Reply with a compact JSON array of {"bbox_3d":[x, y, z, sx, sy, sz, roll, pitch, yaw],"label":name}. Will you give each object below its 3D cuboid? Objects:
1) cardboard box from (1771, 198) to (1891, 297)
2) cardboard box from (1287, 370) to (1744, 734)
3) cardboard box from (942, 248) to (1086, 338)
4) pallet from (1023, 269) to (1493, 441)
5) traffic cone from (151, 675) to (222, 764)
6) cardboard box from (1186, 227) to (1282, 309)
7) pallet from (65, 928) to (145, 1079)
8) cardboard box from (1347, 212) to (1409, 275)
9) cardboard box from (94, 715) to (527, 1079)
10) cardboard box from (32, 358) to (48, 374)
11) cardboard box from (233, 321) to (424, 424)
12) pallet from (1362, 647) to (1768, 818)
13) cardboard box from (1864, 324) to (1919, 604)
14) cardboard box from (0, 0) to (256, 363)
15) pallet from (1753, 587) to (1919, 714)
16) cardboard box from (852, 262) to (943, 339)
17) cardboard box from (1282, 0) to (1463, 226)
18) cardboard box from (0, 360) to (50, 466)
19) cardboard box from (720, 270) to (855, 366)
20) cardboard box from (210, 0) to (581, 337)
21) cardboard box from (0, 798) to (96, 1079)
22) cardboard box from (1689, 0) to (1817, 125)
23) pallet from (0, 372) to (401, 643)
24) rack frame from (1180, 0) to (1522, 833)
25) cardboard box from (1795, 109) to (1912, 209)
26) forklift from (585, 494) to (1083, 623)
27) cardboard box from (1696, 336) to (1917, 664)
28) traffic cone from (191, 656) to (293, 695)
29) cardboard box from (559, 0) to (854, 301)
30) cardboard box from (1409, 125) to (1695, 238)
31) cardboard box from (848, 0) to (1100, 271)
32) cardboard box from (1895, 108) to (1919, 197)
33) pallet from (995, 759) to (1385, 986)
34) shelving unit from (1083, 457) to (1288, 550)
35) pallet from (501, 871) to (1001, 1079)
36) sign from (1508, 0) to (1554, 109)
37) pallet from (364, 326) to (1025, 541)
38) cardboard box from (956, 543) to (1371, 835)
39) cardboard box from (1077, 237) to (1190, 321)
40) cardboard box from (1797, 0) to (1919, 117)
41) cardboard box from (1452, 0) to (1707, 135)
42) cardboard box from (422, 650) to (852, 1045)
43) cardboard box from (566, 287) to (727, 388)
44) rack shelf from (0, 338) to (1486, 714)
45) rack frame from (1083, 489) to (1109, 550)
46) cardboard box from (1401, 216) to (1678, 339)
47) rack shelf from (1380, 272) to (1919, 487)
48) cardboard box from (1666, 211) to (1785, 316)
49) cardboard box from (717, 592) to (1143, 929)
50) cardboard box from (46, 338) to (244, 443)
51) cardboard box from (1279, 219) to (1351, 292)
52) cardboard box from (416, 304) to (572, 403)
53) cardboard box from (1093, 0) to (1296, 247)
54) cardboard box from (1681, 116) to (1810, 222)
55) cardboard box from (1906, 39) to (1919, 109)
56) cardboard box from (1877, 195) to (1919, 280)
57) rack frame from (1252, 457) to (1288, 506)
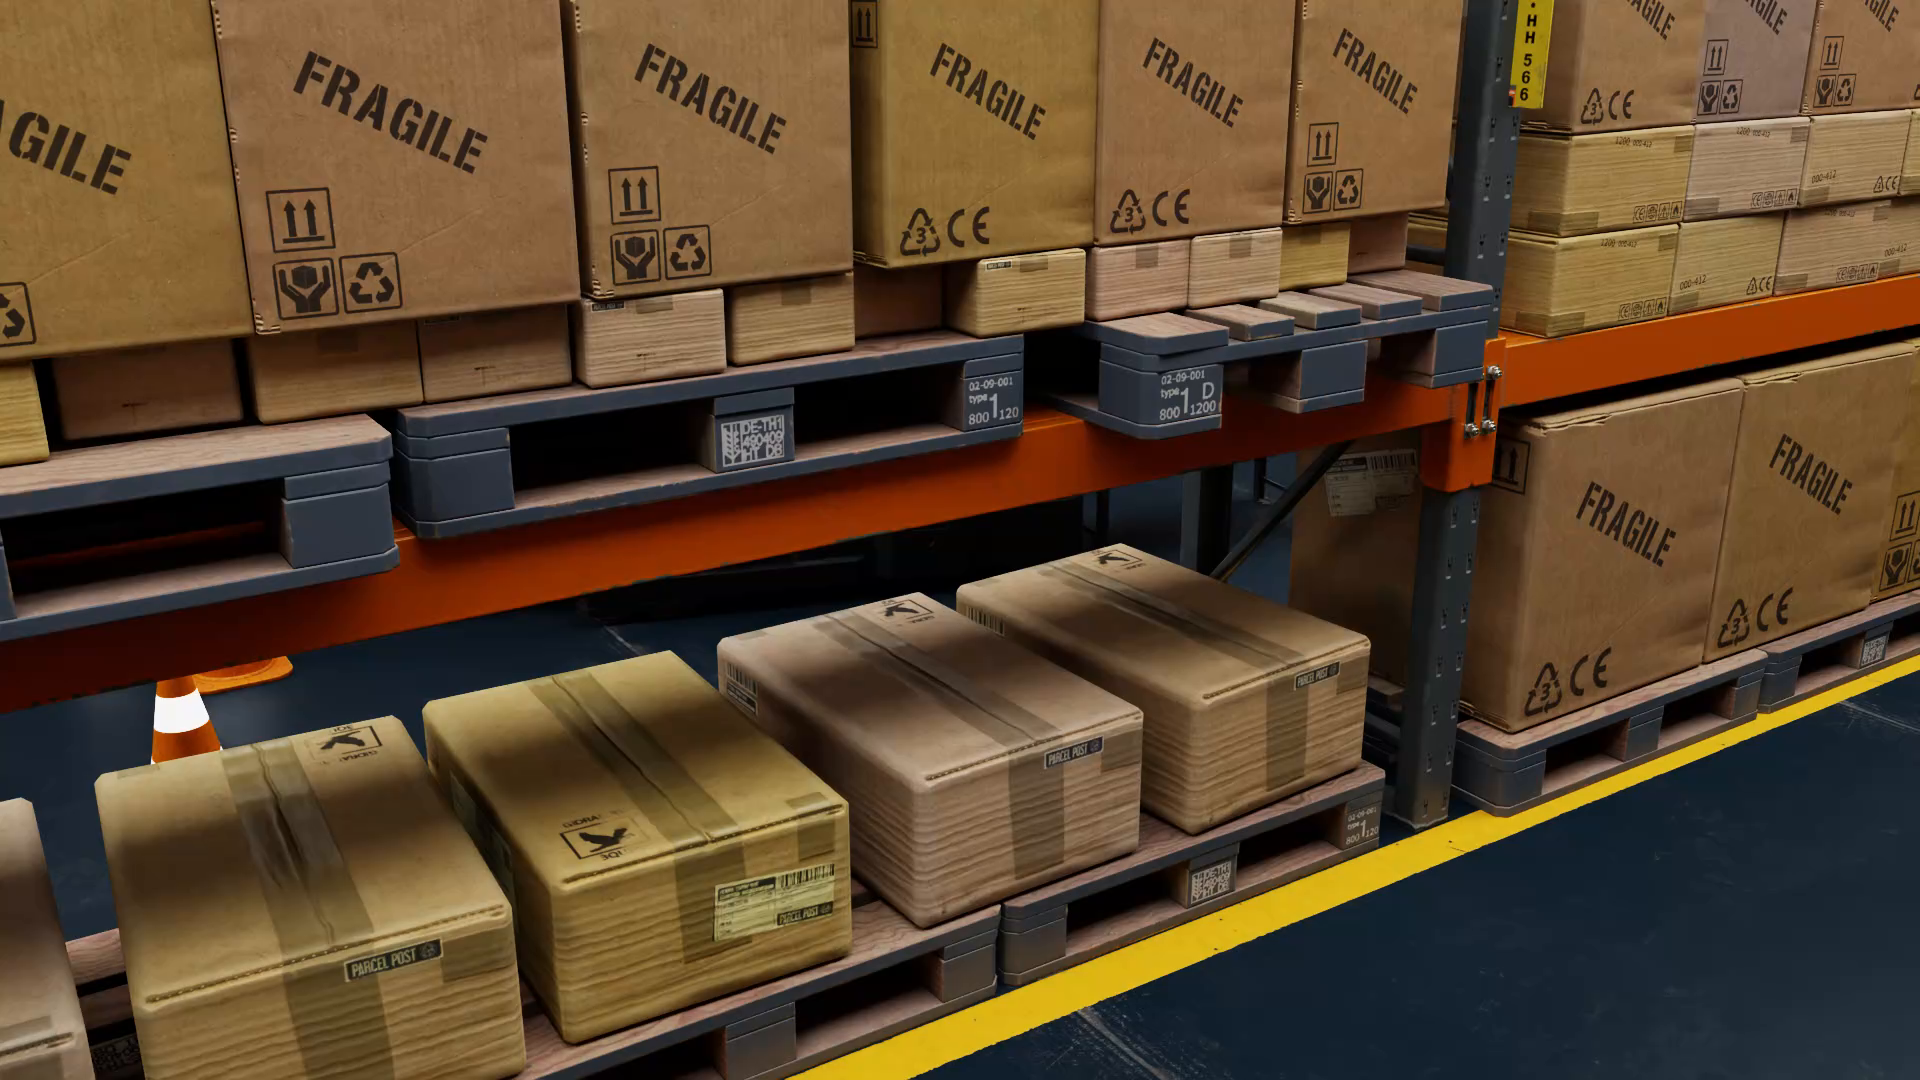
[{"bbox_3d":[2.401,-0.917,5.009,0.500,0.250,0.500,-11,22,-30],"label":"cardboard box"},{"bbox_3d":[1.616,-0.075,4.946,0.875,0.875,0.875,-12,22,-32],"label":"cardboard box"},{"bbox_3d":[0.042,-0.525,3.352,0.250,0.149,0.380,-11,22,-30],"label":"cardboard box"},{"bbox_3d":[0.457,-0.539,3.954,1.003,0.211,1.213,-12,22,-31],"label":"pallet"},{"bbox_3d":[-2.082,0.530,4.455,0.334,0.463,0.336,-12,22,-31],"label":"traffic cone"},{"bbox_3d":[0.479,-0.620,3.631,0.250,0.149,0.380,-12,22,-32],"label":"cardboard box"},{"bbox_3d":[-1.698,1.104,3.148,1.213,0.211,1.003,-12,22,-31],"label":"pallet"},{"bbox_3d":[0.849,-0.743,3.995,0.250,0.149,0.380,-11,22,-29],"label":"cardboard box"},{"bbox_3d":[-1.312,0.746,3.301,0.625,0.372,0.950,-10,21,-28],"label":"cardboard box"},{"bbox_3d":[-1.644,-0.420,3.040,0.250,0.149,0.380,-12,22,-32],"label":"cardboard box"},{"bbox_3d":[-1.066,-0.318,2.738,0.250,0.149,0.380,-12,22,-31],"label":"cardboard box"},{"bbox_3d":[1.693,0.419,5.177,1.213,0.211,1.003,-12,22,-31],"label":"pallet"},{"bbox_3d":[3.110,-0.389,5.873,0.875,0.875,0.875,-11,22,-30],"label":"cardboard box"},{"bbox_3d":[-1.380,-0.560,2.443,0.500,0.500,0.500,-12,22,-31],"label":"cardboard box"},{"bbox_3d":[2.711,0.205,5.808,1.213,0.211,1.003,-12,22,-31],"label":"pallet"},{"bbox_3d":[-0.237,-0.515,3.321,0.250,0.149,0.380,-12,22,-31],"label":"cardboard box"},{"bbox_3d":[0.766,-1.016,3.791,0.500,0.500,0.500,-13,22,-33],"label":"cardboard box"},{"bbox_3d":[-1.499,-0.213,2.429,0.250,0.149,0.380,-11,22,-30],"label":"cardboard box"},{"bbox_3d":[-0.402,-0.449,3.125,0.250,0.149,0.380,-13,22,-33],"label":"cardboard box"},{"bbox_3d":[-0.960,-0.644,2.689,0.500,0.500,0.500,-12,22,-32],"label":"cardboard box"},{"bbox_3d":[-1.911,0.874,2.924,0.625,0.372,0.950,-12,22,-31],"label":"cardboard box"},{"bbox_3d":[1.949,-1.416,4.532,0.500,0.500,0.500,-12,22,-31],"label":"cardboard box"},{"bbox_3d":[-1.629,-0.084,2.609,1.213,0.211,1.003,-12,22,-31],"label":"pallet"},{"bbox_3d":[0.993,-0.784,4.379,0.127,3.000,1.000,-12,22,-31],"label":"rack frame"},{"bbox_3d":[2.408,-1.148,4.910,0.500,0.250,0.500,-12,22,-32],"label":"cardboard box"},{"bbox_3d":[-1.107,-1.282,5.961,3.031,2.935,1.130,-5,19,-15],"label":"forklift"},{"bbox_3d":[2.363,-0.231,5.407,0.875,0.875,0.875,-12,22,-31],"label":"cardboard box"},{"bbox_3d":[-2.390,0.211,5.397,0.334,0.463,0.336,-12,22,-31],"label":"traffic cone"},{"bbox_3d":[-0.537,-0.737,2.966,0.500,0.500,0.500,-13,23,-34],"label":"cardboard box"},{"bbox_3d":[1.552,-0.973,4.391,0.500,0.250,0.500,-12,22,-32],"label":"cardboard box"},{"bbox_3d":[-0.080,-0.833,3.249,0.500,0.500,0.500,-14,23,-35],"label":"cardboard box"},{"bbox_3d":[2.838,-1.234,5.164,0.500,0.250,0.500,-11,22,-30],"label":"cardboard box"},{"bbox_3d":[0.340,0.675,4.419,1.213,0.211,1.003,-12,22,-31],"label":"pallet"},{"bbox_3d":[0.926,-0.752,6.628,1.048,1.500,0.538,-8,20,-22],"label":"shelving unit"},{"bbox_3d":[-0.678,0.888,3.788,1.213,0.211,1.003,-12,22,-31],"label":"pallet"},{"bbox_3d":[1.300,-1.151,3.782,0.005,0.325,0.100,-12,22,-31],"label":"sign"},{"bbox_3d":[-0.638,-0.333,3.346,1.213,0.211,1.003,-12,22,-31],"label":"pallet"},{"bbox_3d":[0.516,0.359,4.446,0.625,0.372,0.950,-14,23,-35],"label":"cardboard box"},{"bbox_3d":[0.264,-0.578,3.506,0.250,0.149,0.380,-13,23,-34],"label":"cardboard box"},{"bbox_3d":[2.389,-1.503,4.790,0.500,0.500,0.500,-11,22,-30],"label":"cardboard box"},{"bbox_3d":[1.540,-1.326,4.266,0.500,0.500,0.500,-13,22,-33],"label":"cardboard box"},{"bbox_3d":[-0.733,0.623,3.665,0.625,0.372,0.950,-11,22,-30],"label":"cardboard box"},{"bbox_3d":[-0.608,-0.394,2.963,0.250,0.149,0.380,-11,22,-29],"label":"cardboard box"},{"bbox_3d":[-0.677,-0.090,3.452,4.000,0.370,1.077,-12,22,-31],"label":"rack shelf"},{"bbox_3d":[0.459,-0.687,6.436,0.032,1.500,0.500,-8,20,-22],"label":"rack frame"},{"bbox_3d":[1.540,-0.731,4.459,0.500,0.250,0.500,-12,22,-32],"label":"cardboard box"},{"bbox_3d":[2.664,-0.795,5.536,4.000,0.370,1.077,-12,22,-31],"label":"rack shelf"},{"bbox_3d":[1.959,-0.827,4.740,0.500,0.250,0.500,-13,22,-33],"label":"cardboard box"},{"bbox_3d":[-0.096,0.491,4.055,0.625,0.372,0.950,-12,22,-32],"label":"cardboard box"},{"bbox_3d":[-1.304,-0.284,2.637,0.250,0.149,0.380,-10,21,-28],"label":"cardboard box"},{"bbox_3d":[0.665,-0.676,3.798,0.250,0.149,0.380,-12,22,-31],"label":"cardboard box"},{"bbox_3d":[-0.859,-0.361,2.865,0.250,0.149,0.380,-12,22,-31],"label":"cardboard box"},{"bbox_3d":[0.341,-0.922,3.513,0.500,0.500,0.500,-12,22,-32],"label":"cardboard box"},{"bbox_3d":[1.984,-1.063,4.660,0.500,0.250,0.500,-11,22,-30],"label":"cardboard box"},{"bbox_3d":[2.812,-1.591,5.050,0.500,0.500,0.500,-12,22,-31],"label":"cardboard box"},{"bbox_3d":[2.811,-1.005,5.269,0.500,0.250,0.500,-12,22,-31],"label":"cardboard box"},{"bbox_3d":[1.393,-0.817,6.819,0.032,1.500,0.500,-8,20,-22],"label":"rack frame"}]
